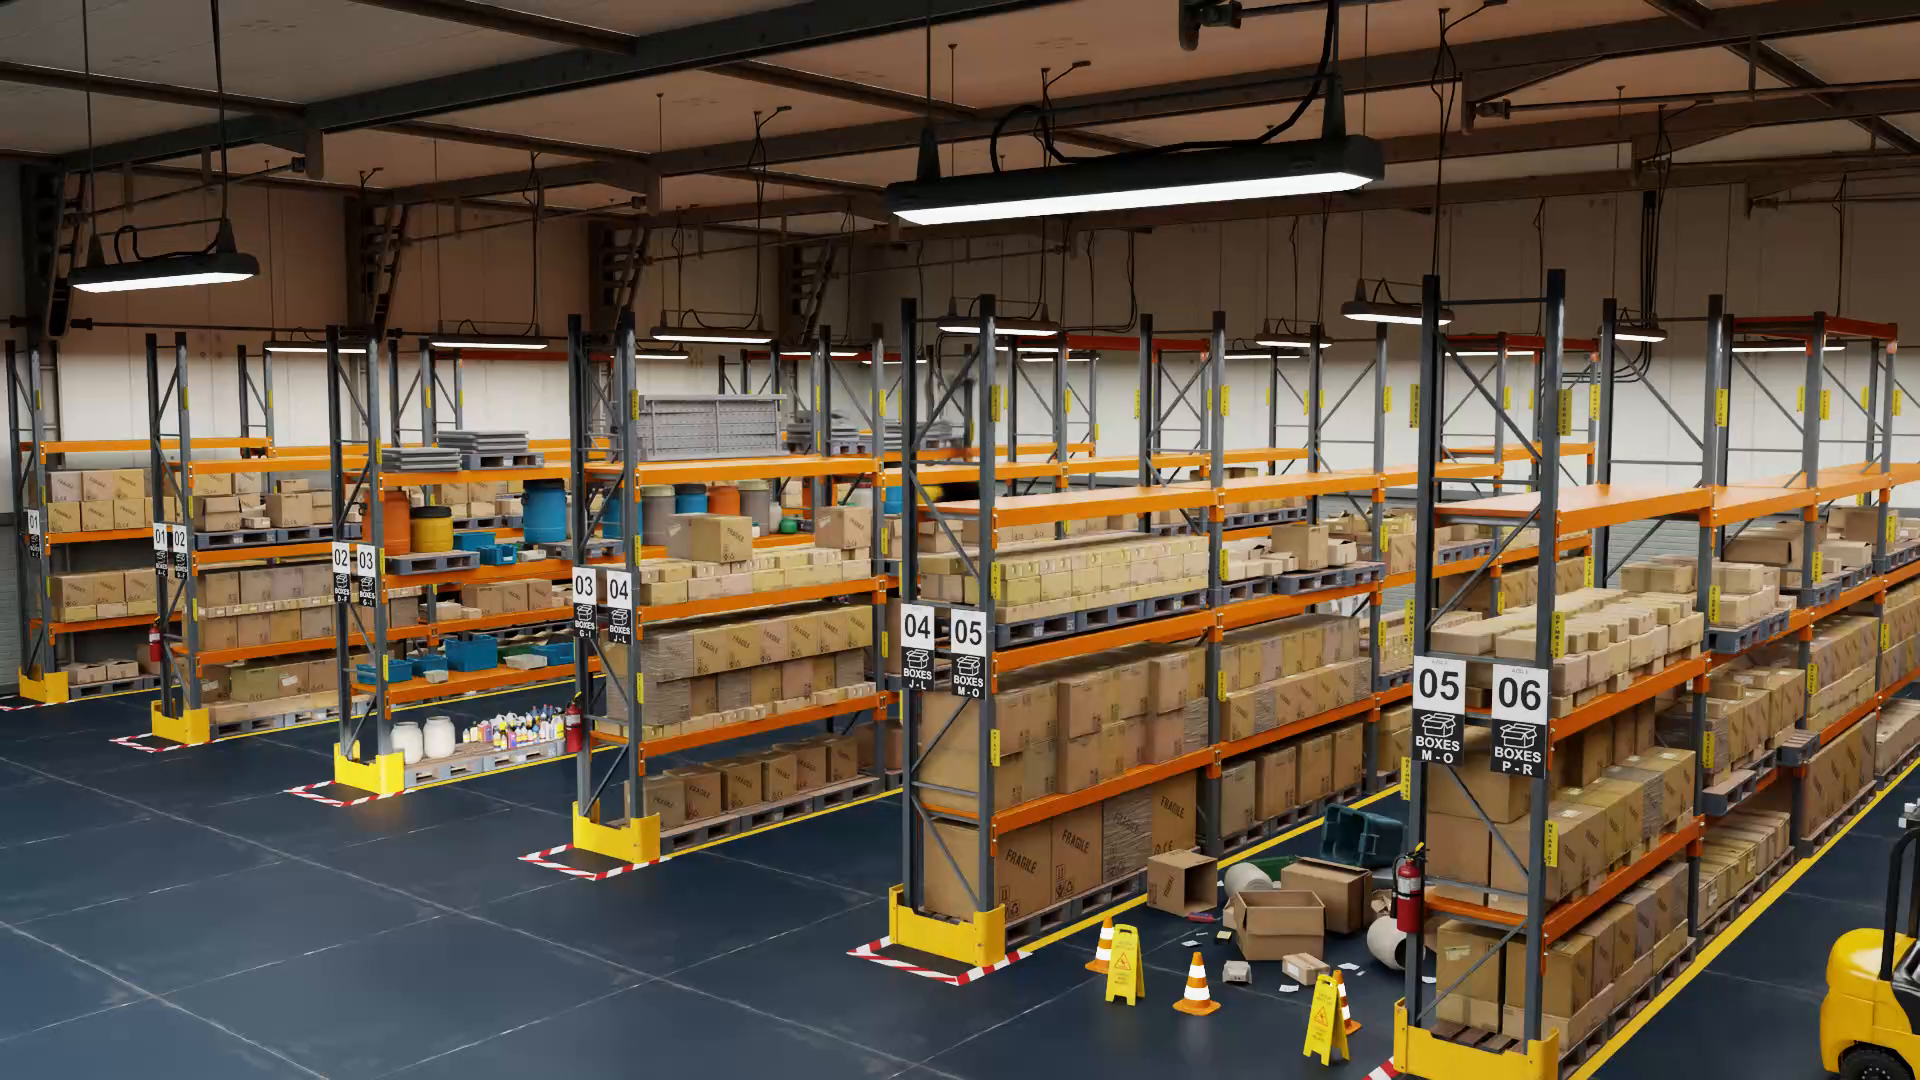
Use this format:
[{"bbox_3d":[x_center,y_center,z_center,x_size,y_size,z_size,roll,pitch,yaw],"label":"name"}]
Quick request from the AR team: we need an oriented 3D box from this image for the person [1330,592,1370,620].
[{"bbox_3d":[7.320,1.507,31.040,0.717,1.819,0.830,-1,5,-10],"label":"person"}]
